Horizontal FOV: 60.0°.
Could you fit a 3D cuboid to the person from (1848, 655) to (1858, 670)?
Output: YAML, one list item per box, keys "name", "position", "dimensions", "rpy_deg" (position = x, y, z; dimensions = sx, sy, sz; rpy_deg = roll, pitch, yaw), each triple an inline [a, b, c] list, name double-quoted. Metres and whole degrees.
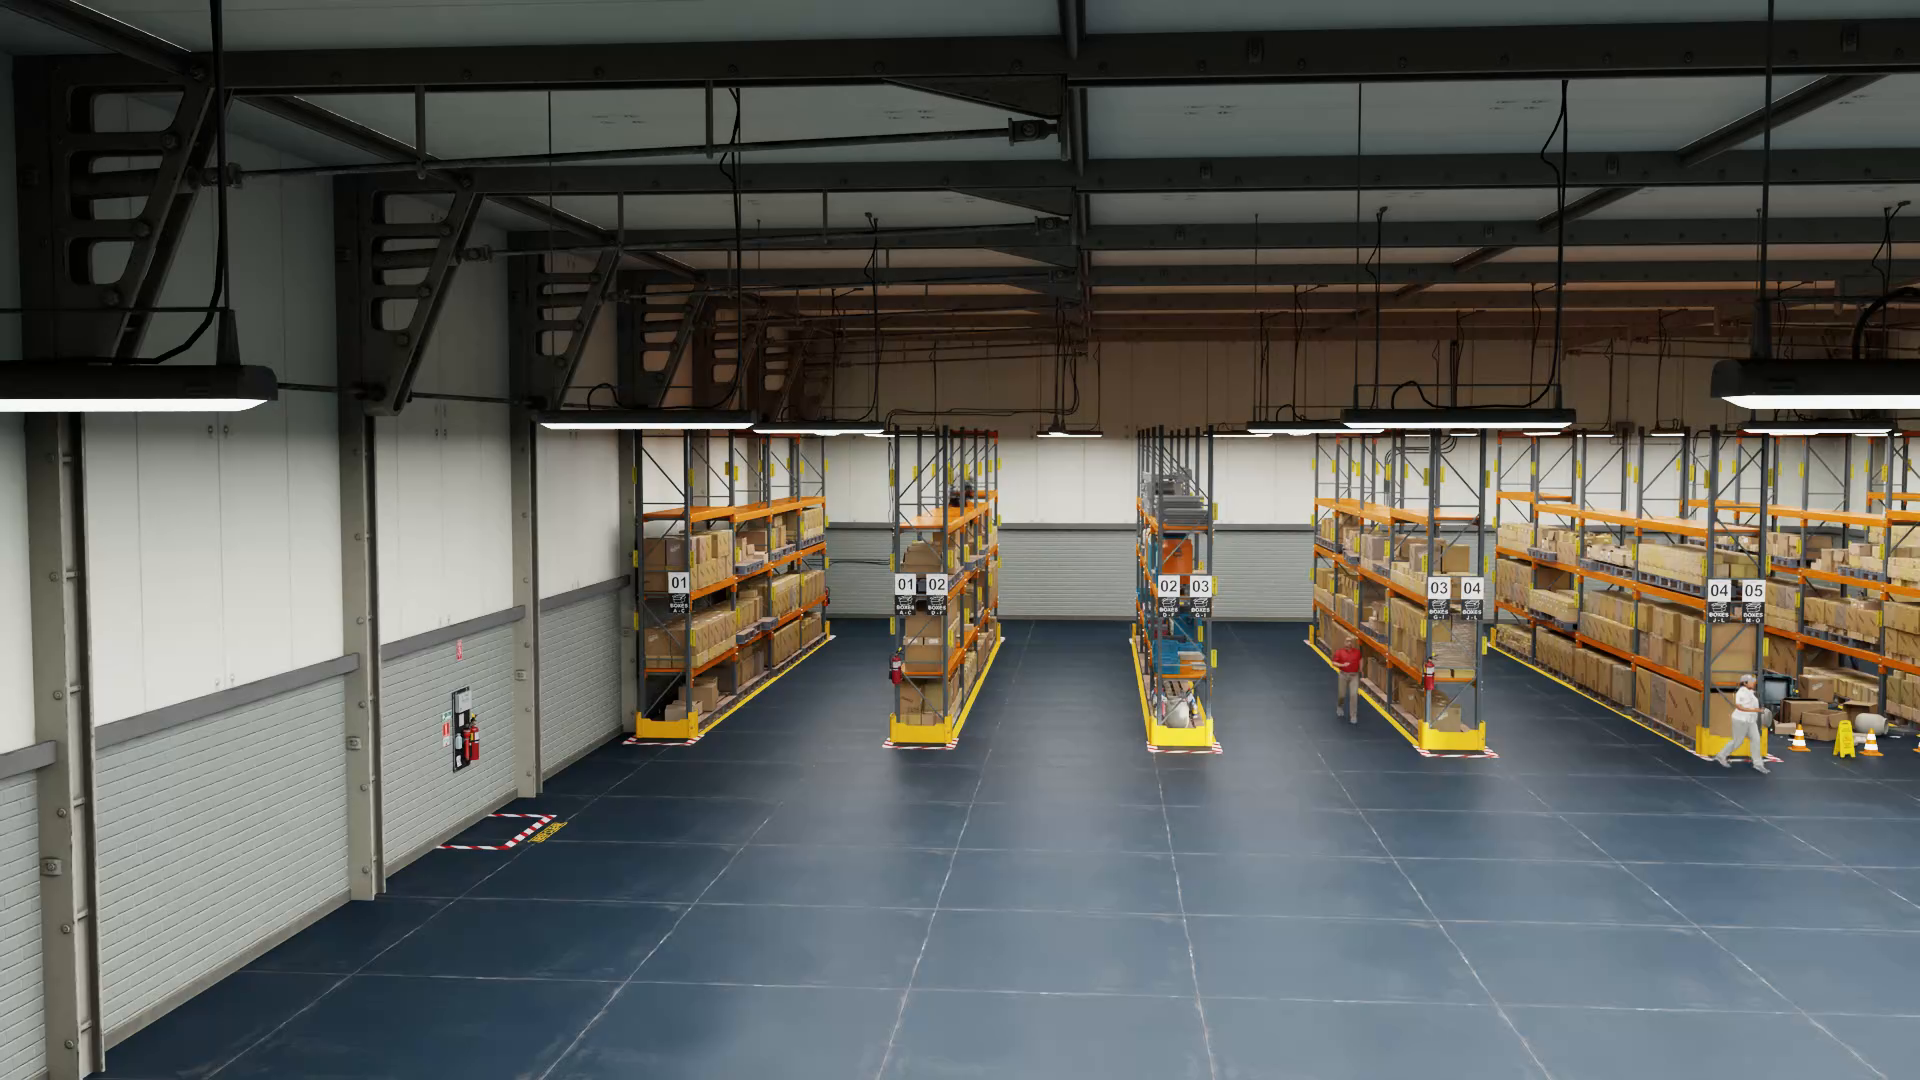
- name: "person"
  position: [21.691, 2.446, 40.711]
  dimensions: [0.624, 1.664, 0.875]
  rpy_deg: [0, 3, 1]

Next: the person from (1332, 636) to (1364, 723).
- name: "person"
  position: [7.905, 2.811, 33.849]
  dimensions: [0.667, 1.705, 0.980]
  rpy_deg: [0, 3, 4]

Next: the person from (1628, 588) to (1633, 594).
- name: "person"
  position: [19.159, 2.007, 47.195]
  dimensions: [0.860, 1.786, 0.713]
  rpy_deg: [1, 3, 8]

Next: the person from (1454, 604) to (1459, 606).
- name: "person"
  position: [13.639, 2.121, 46.605]
  dimensions: [0.732, 1.629, 0.684]
  rpy_deg: [2, 4, 30]

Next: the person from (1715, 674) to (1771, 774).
- name: "person"
  position: [13.529, 3.159, 28.725]
  dimensions: [0.597, 1.692, 0.884]
  rpy_deg: [-3, 5, -43]
